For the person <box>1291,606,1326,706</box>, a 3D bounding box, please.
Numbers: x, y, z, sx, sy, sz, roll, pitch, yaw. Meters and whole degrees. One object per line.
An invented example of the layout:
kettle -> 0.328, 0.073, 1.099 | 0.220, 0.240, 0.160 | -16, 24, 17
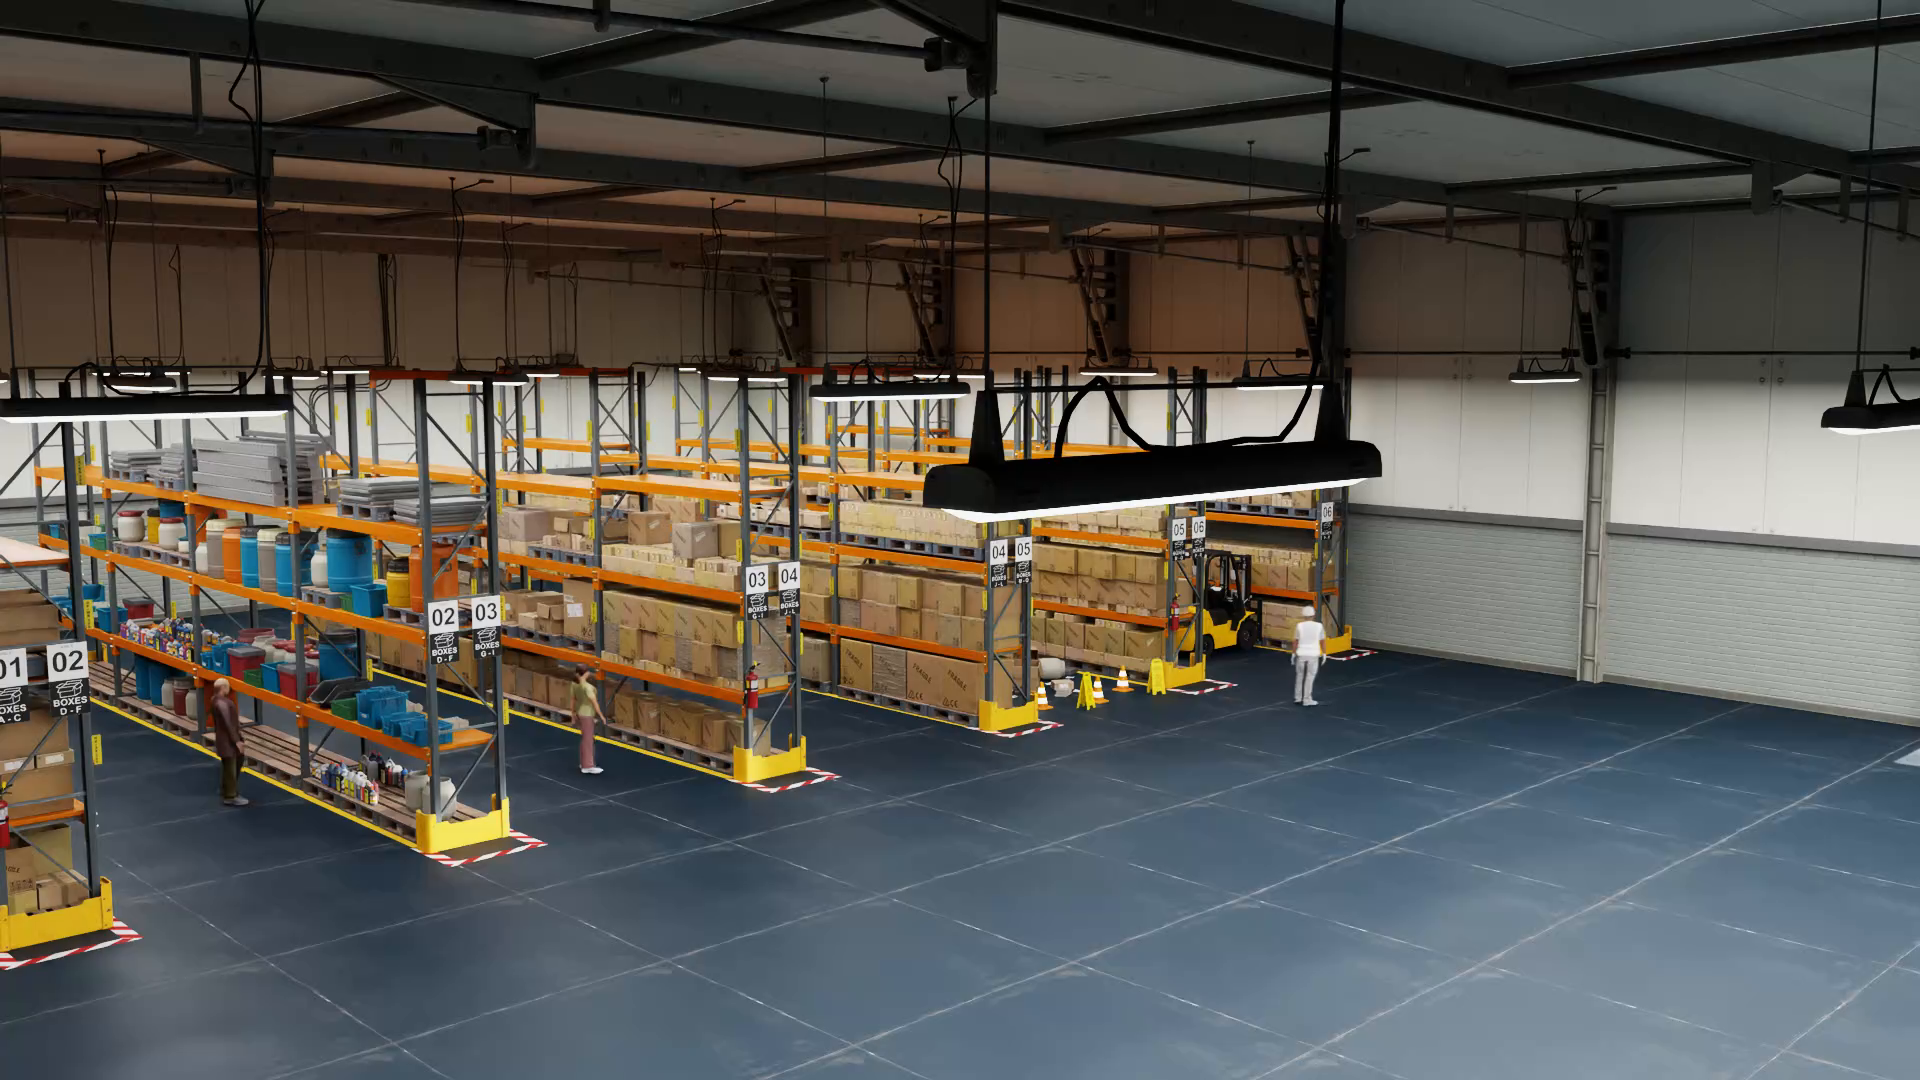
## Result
person -> 6.298, 2.066, 29.966 | 0.578, 1.778, 0.587 | 3, 7, 25

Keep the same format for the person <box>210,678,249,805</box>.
person -> -10.261, 2.888, 23.371 | 0.499, 1.699, 0.673 | -2, 7, -15

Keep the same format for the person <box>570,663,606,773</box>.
person -> -5.590, 2.695, 25.034 | 0.468, 1.712, 0.467 | -3, 7, -24
